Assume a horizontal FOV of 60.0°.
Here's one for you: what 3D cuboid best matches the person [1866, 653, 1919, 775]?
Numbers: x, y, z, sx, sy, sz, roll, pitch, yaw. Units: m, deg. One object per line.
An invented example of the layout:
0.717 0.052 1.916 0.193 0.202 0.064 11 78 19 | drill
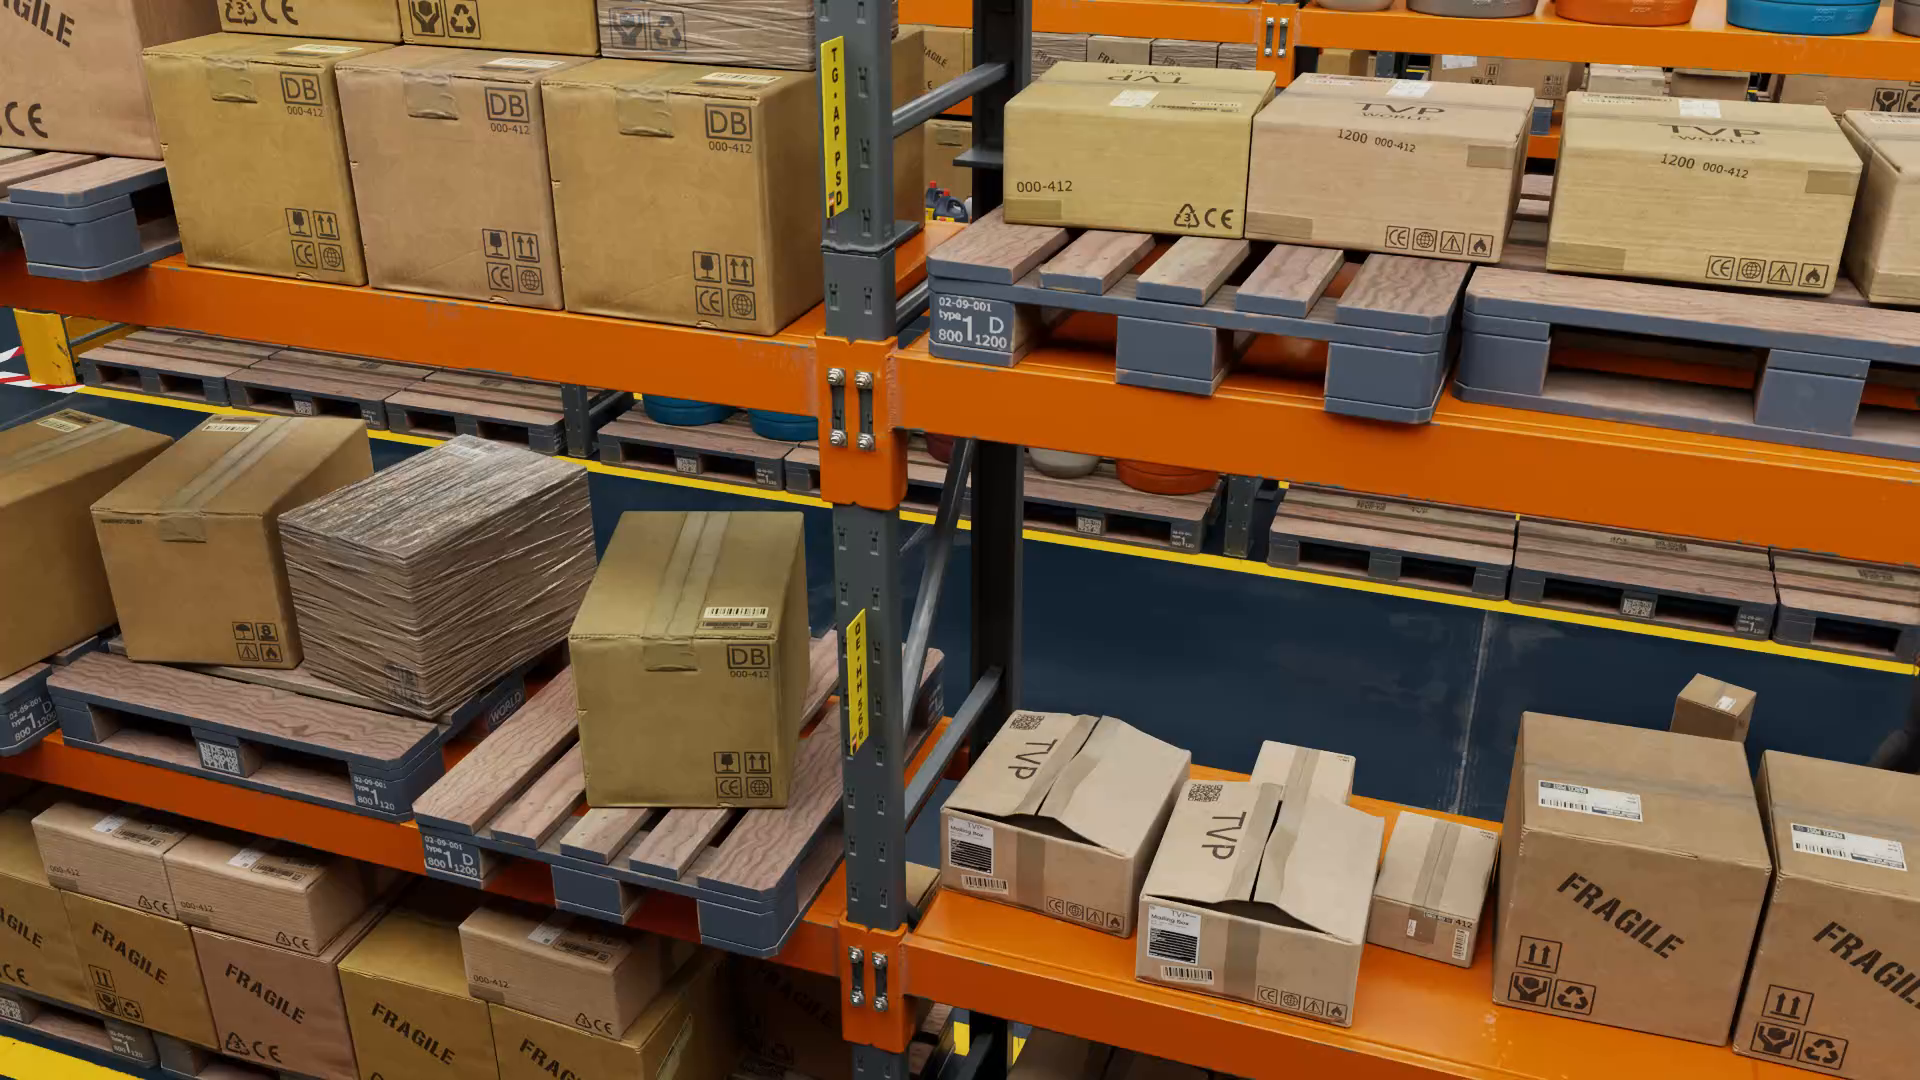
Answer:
3.793 0.475 6.189 0.623 1.723 0.441 14 29 26 | person
